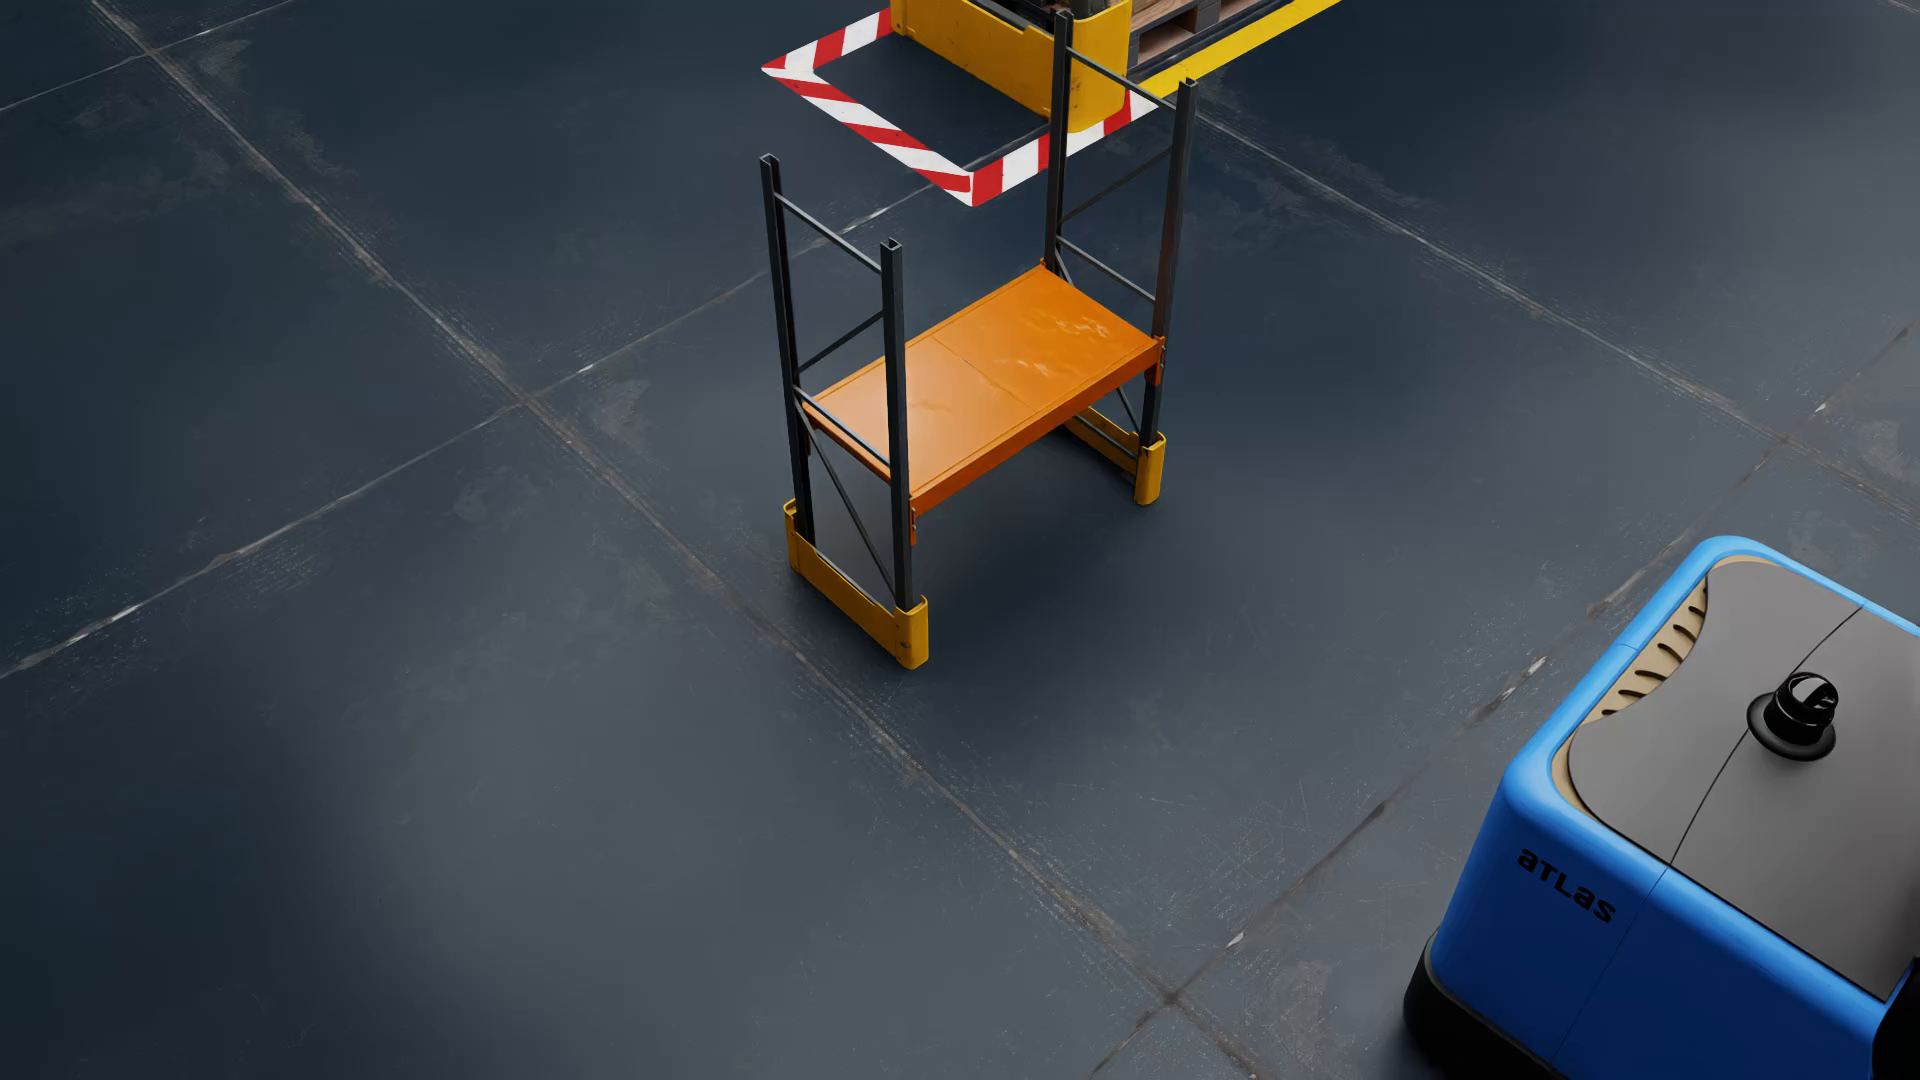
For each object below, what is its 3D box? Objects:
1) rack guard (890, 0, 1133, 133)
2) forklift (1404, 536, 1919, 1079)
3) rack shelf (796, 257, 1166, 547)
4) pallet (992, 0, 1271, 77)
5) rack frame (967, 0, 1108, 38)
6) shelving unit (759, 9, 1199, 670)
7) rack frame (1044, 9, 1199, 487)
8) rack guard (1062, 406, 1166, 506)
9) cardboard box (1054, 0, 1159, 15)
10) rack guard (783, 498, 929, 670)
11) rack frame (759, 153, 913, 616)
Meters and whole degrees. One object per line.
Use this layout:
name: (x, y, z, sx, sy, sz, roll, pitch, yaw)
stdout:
rack guard: (0.188, -2.212, 6.951, 0.348, 0.500, 1.175, -34, 56, -27)
forklift: (2.510, 0.697, 2.612, 3.031, 2.935, 1.130, 35, 56, 28)
rack shelf: (0.063, -0.429, 4.870, 1.000, 0.185, 0.538, -34, 56, -27)
pallet: (0.745, -2.564, 7.472, 1.213, 0.211, 1.003, -34, 56, -27)
rack frame: (0.206, -3.071, 6.043, 0.127, 3.000, 1.000, -34, 56, -27)
shelving unit: (0.056, -0.546, 4.734, 1.083, 1.500, 0.587, -34, 56, -27)
rack frame: (0.439, -0.802, 4.970, 0.032, 1.500, 0.500, -34, 56, -27)
rack guard: (0.425, -0.369, 5.420, 0.087, 0.250, 0.587, -34, 56, -27)
cardboard box: (0.627, -2.726, 7.182, 0.875, 0.438, 0.875, -36, 57, -28)
rack guard: (-0.312, 0.124, 4.966, 0.087, 0.250, 0.587, -34, 56, -27)
rack frame: (-0.313, -0.299, 4.506, 0.032, 1.500, 0.500, -34, 56, -27)
